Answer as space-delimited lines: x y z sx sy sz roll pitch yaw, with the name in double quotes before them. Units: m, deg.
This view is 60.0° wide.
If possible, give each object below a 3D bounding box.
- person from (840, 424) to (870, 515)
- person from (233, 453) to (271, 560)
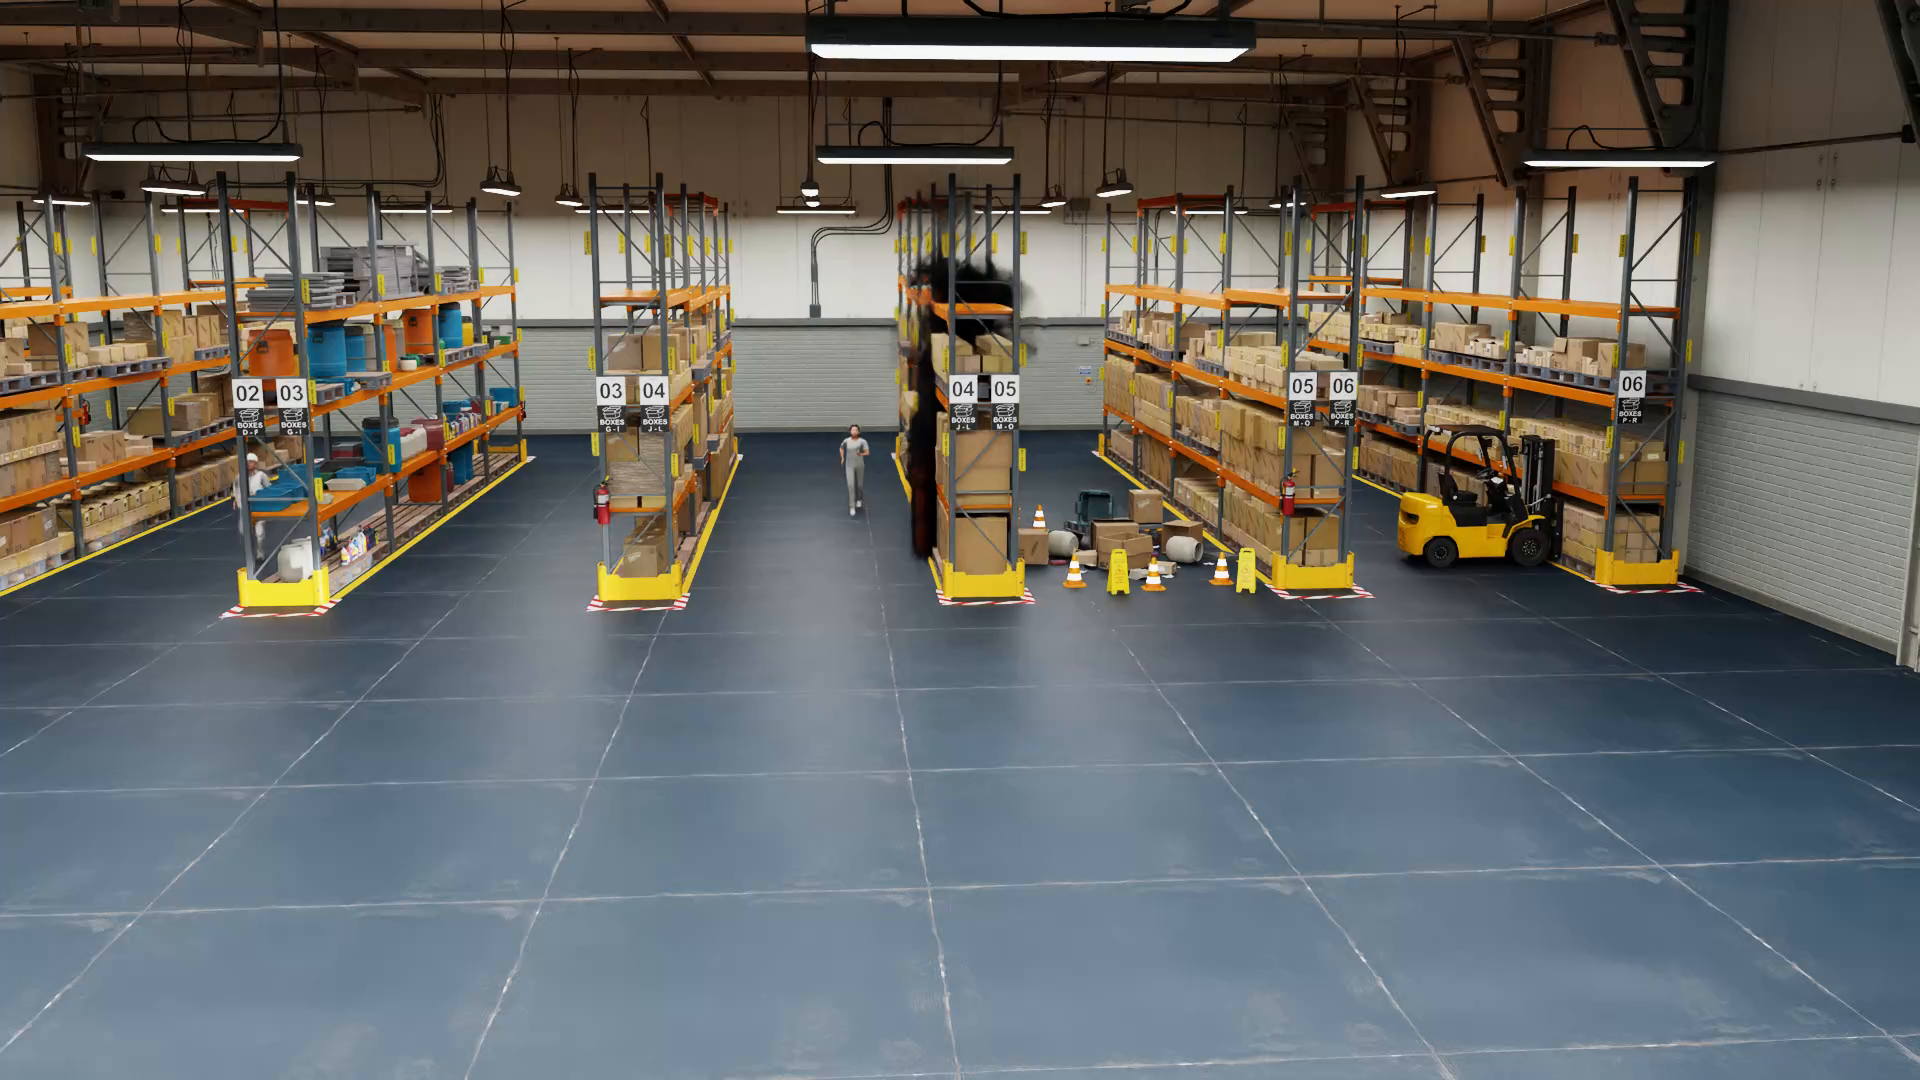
"person" -1.991 -1.367 31.494 0.563 1.661 0.963 -1 10 -3
"person" -11.291 -0.509 26.501 0.638 1.751 0.670 -2 10 -10
